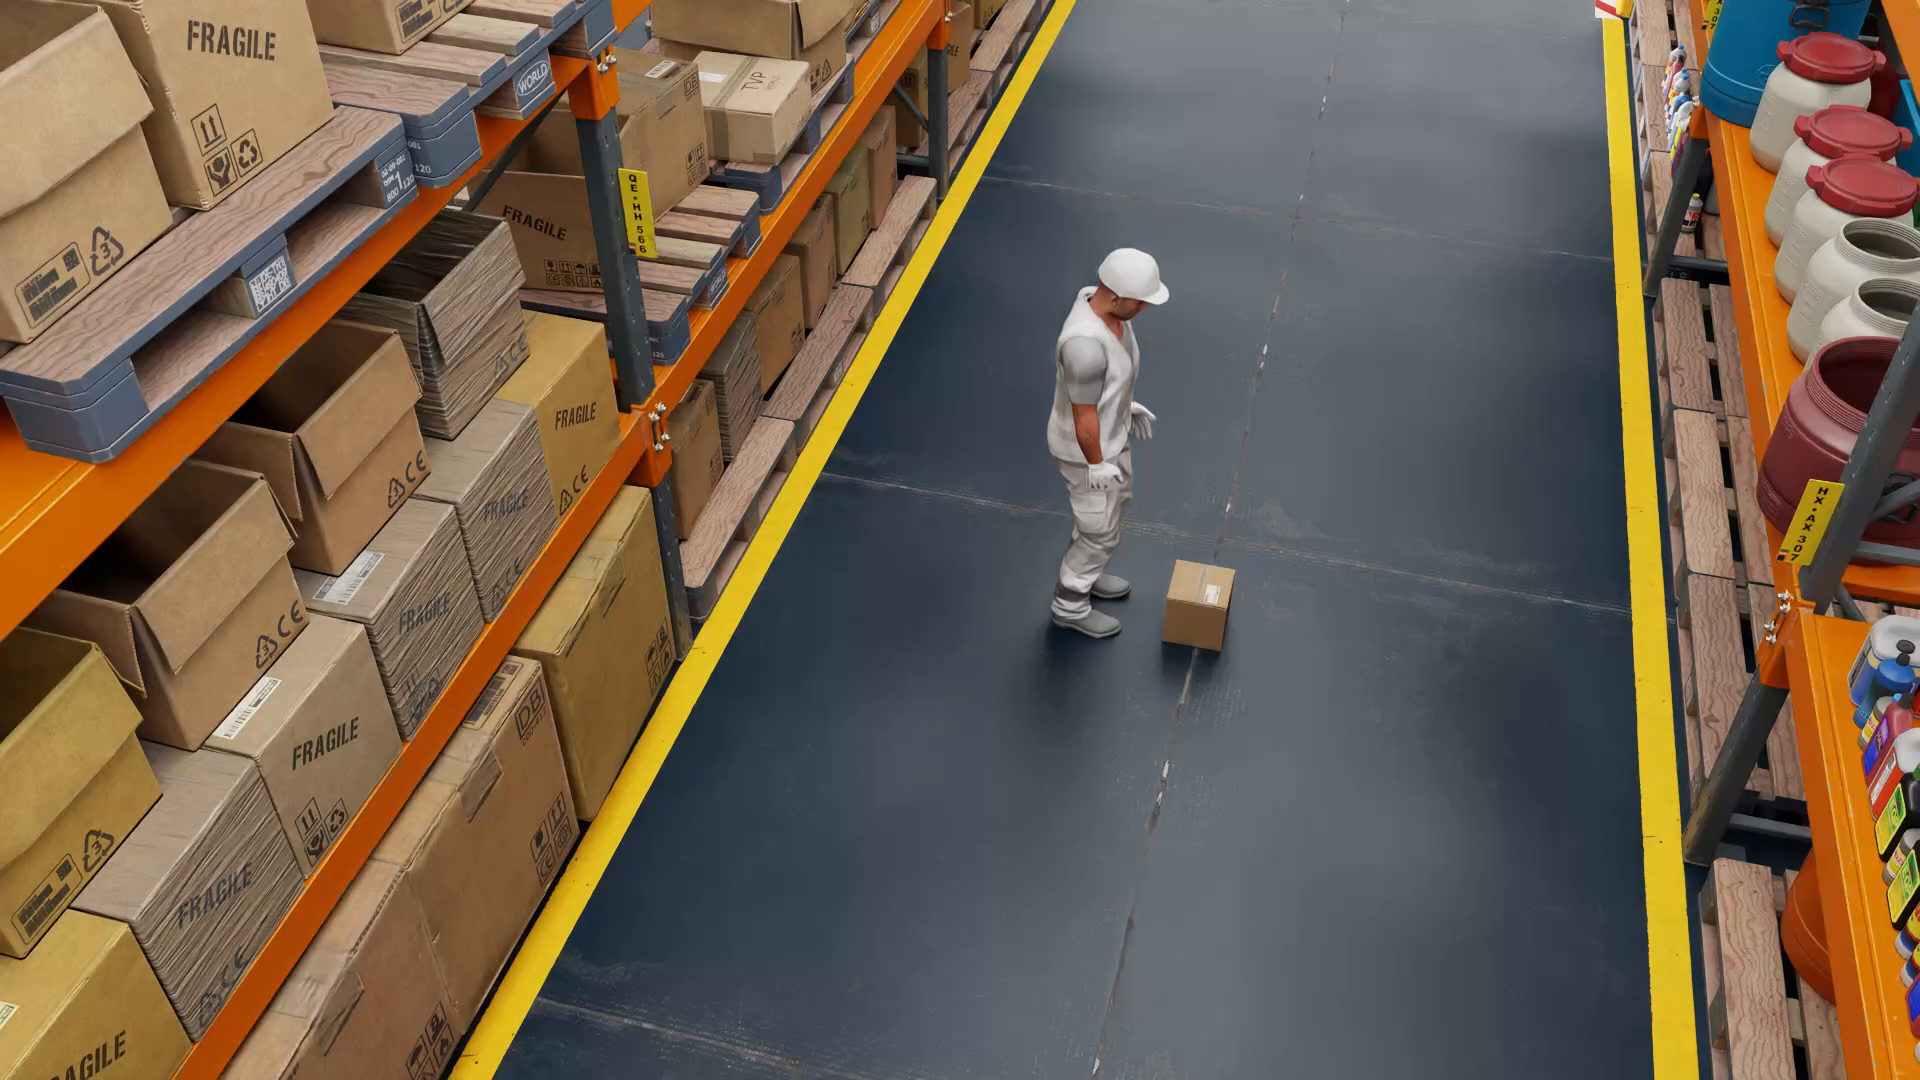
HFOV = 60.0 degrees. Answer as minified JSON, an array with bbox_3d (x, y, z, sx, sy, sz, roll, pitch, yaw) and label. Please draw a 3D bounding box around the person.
[{"bbox_3d":[0.568,-0.396,6.626,0.413,1.758,0.536,11,42,12],"label":"person"}]
